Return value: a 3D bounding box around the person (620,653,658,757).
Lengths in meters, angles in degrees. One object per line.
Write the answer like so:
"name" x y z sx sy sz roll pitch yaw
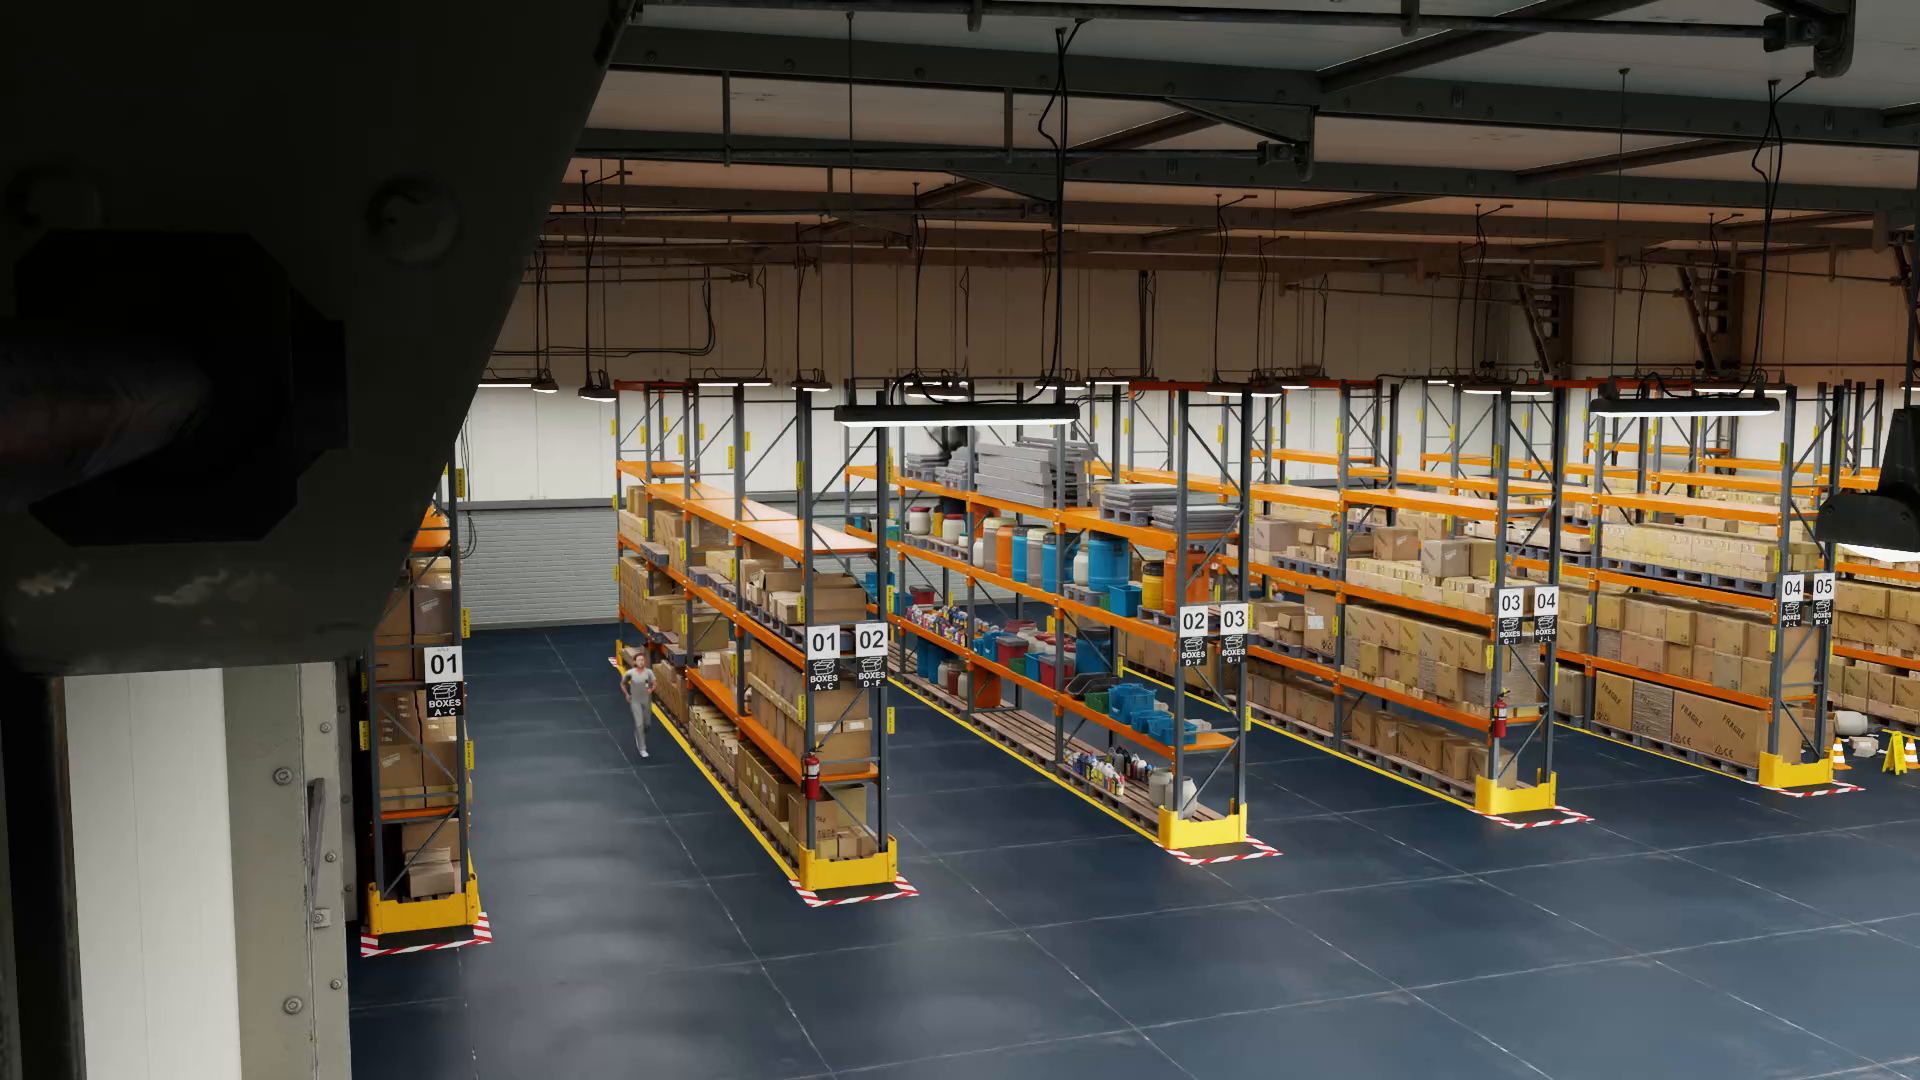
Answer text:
"person" -5.197 2.646 27.020 0.586 1.656 0.803 -3 7 -25

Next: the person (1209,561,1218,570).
"person" 5.985 1.200 40.224 0.653 1.844 0.766 2 6 19

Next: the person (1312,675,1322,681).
"person" 7.125 2.041 33.330 0.534 1.542 0.565 -3 7 -23

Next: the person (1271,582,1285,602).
"person" 6.814 1.717 36.226 0.607 1.628 0.641 -2 6 -14
